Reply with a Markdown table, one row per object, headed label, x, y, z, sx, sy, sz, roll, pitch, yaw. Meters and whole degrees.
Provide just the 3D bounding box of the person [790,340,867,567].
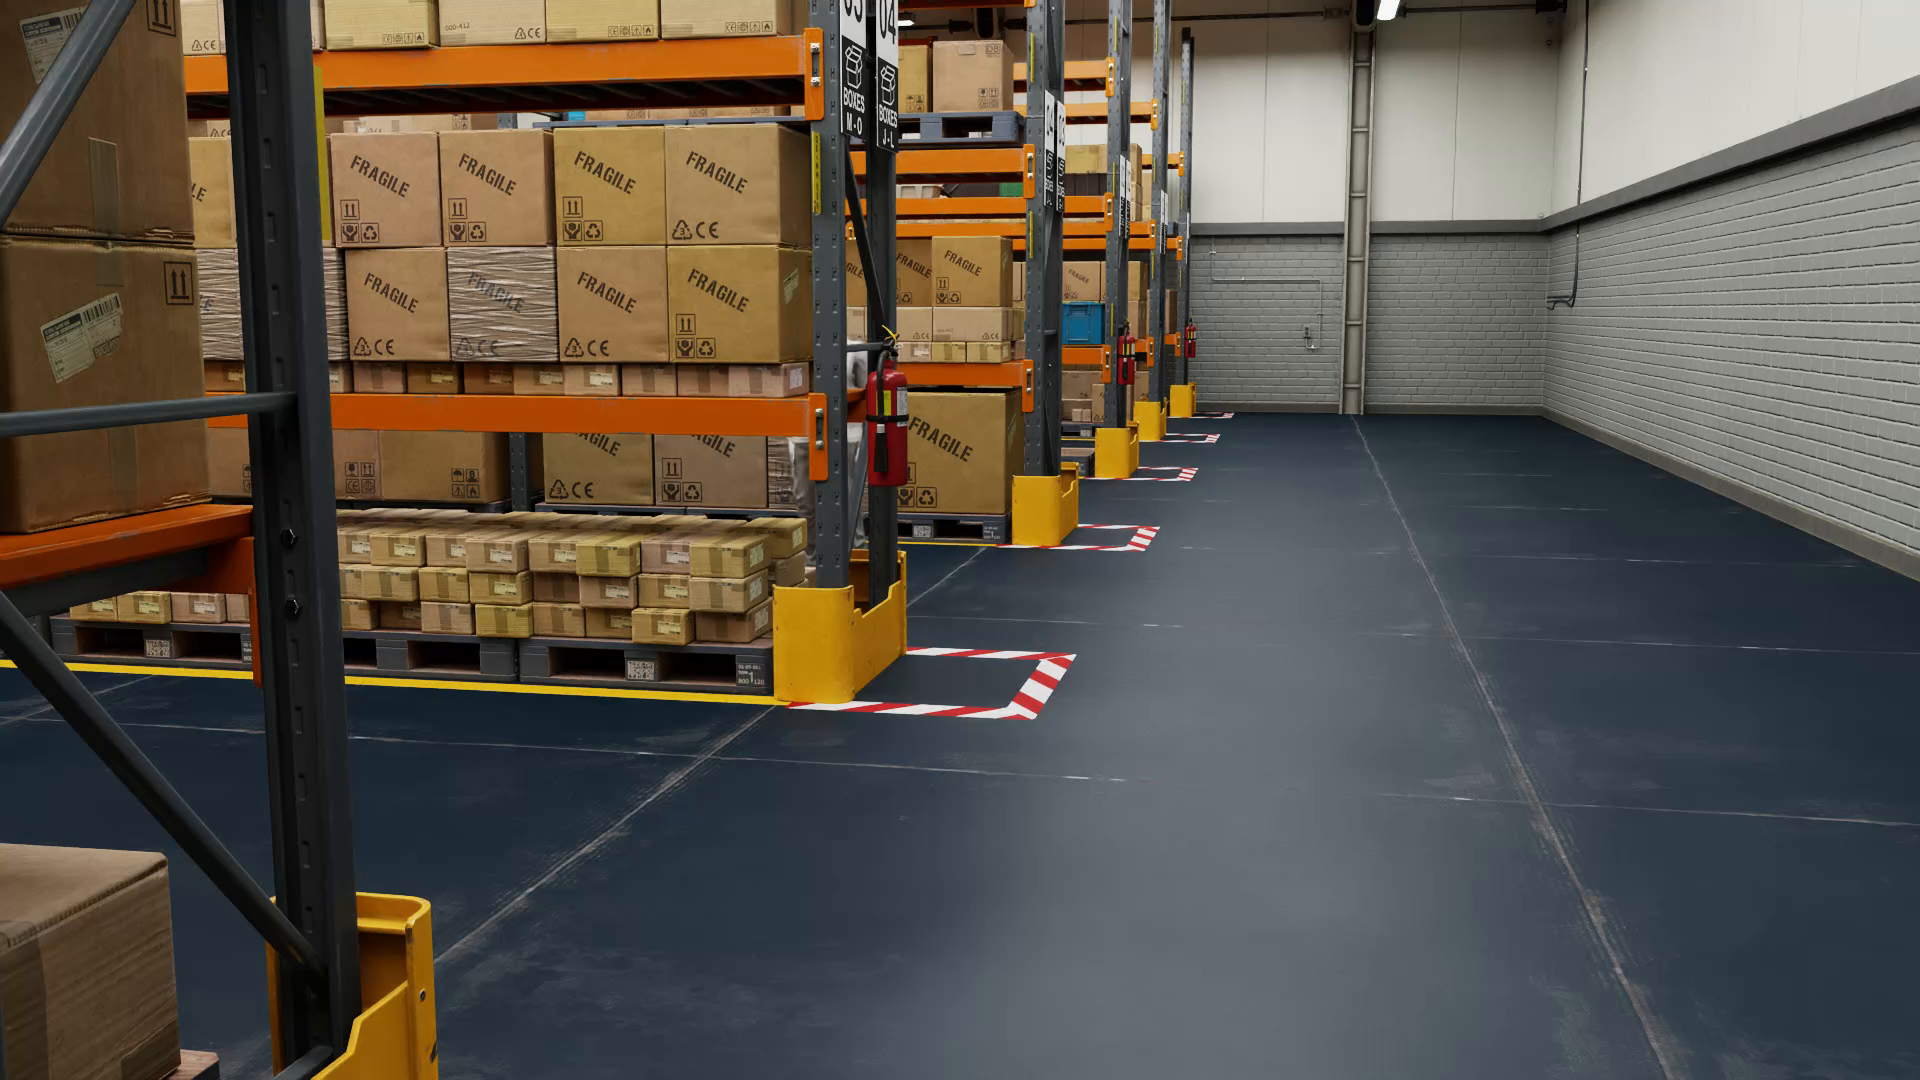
| label | x | y | z | sx | sy | sz | roll | pitch | yaw |
| --- | --- | --- | --- | --- | --- | --- | --- | --- | --- |
| person | -0.747 | -0.540 | 9.680 | 0.550 | 1.774 | 0.361 | 2 | 8 | 17 |
